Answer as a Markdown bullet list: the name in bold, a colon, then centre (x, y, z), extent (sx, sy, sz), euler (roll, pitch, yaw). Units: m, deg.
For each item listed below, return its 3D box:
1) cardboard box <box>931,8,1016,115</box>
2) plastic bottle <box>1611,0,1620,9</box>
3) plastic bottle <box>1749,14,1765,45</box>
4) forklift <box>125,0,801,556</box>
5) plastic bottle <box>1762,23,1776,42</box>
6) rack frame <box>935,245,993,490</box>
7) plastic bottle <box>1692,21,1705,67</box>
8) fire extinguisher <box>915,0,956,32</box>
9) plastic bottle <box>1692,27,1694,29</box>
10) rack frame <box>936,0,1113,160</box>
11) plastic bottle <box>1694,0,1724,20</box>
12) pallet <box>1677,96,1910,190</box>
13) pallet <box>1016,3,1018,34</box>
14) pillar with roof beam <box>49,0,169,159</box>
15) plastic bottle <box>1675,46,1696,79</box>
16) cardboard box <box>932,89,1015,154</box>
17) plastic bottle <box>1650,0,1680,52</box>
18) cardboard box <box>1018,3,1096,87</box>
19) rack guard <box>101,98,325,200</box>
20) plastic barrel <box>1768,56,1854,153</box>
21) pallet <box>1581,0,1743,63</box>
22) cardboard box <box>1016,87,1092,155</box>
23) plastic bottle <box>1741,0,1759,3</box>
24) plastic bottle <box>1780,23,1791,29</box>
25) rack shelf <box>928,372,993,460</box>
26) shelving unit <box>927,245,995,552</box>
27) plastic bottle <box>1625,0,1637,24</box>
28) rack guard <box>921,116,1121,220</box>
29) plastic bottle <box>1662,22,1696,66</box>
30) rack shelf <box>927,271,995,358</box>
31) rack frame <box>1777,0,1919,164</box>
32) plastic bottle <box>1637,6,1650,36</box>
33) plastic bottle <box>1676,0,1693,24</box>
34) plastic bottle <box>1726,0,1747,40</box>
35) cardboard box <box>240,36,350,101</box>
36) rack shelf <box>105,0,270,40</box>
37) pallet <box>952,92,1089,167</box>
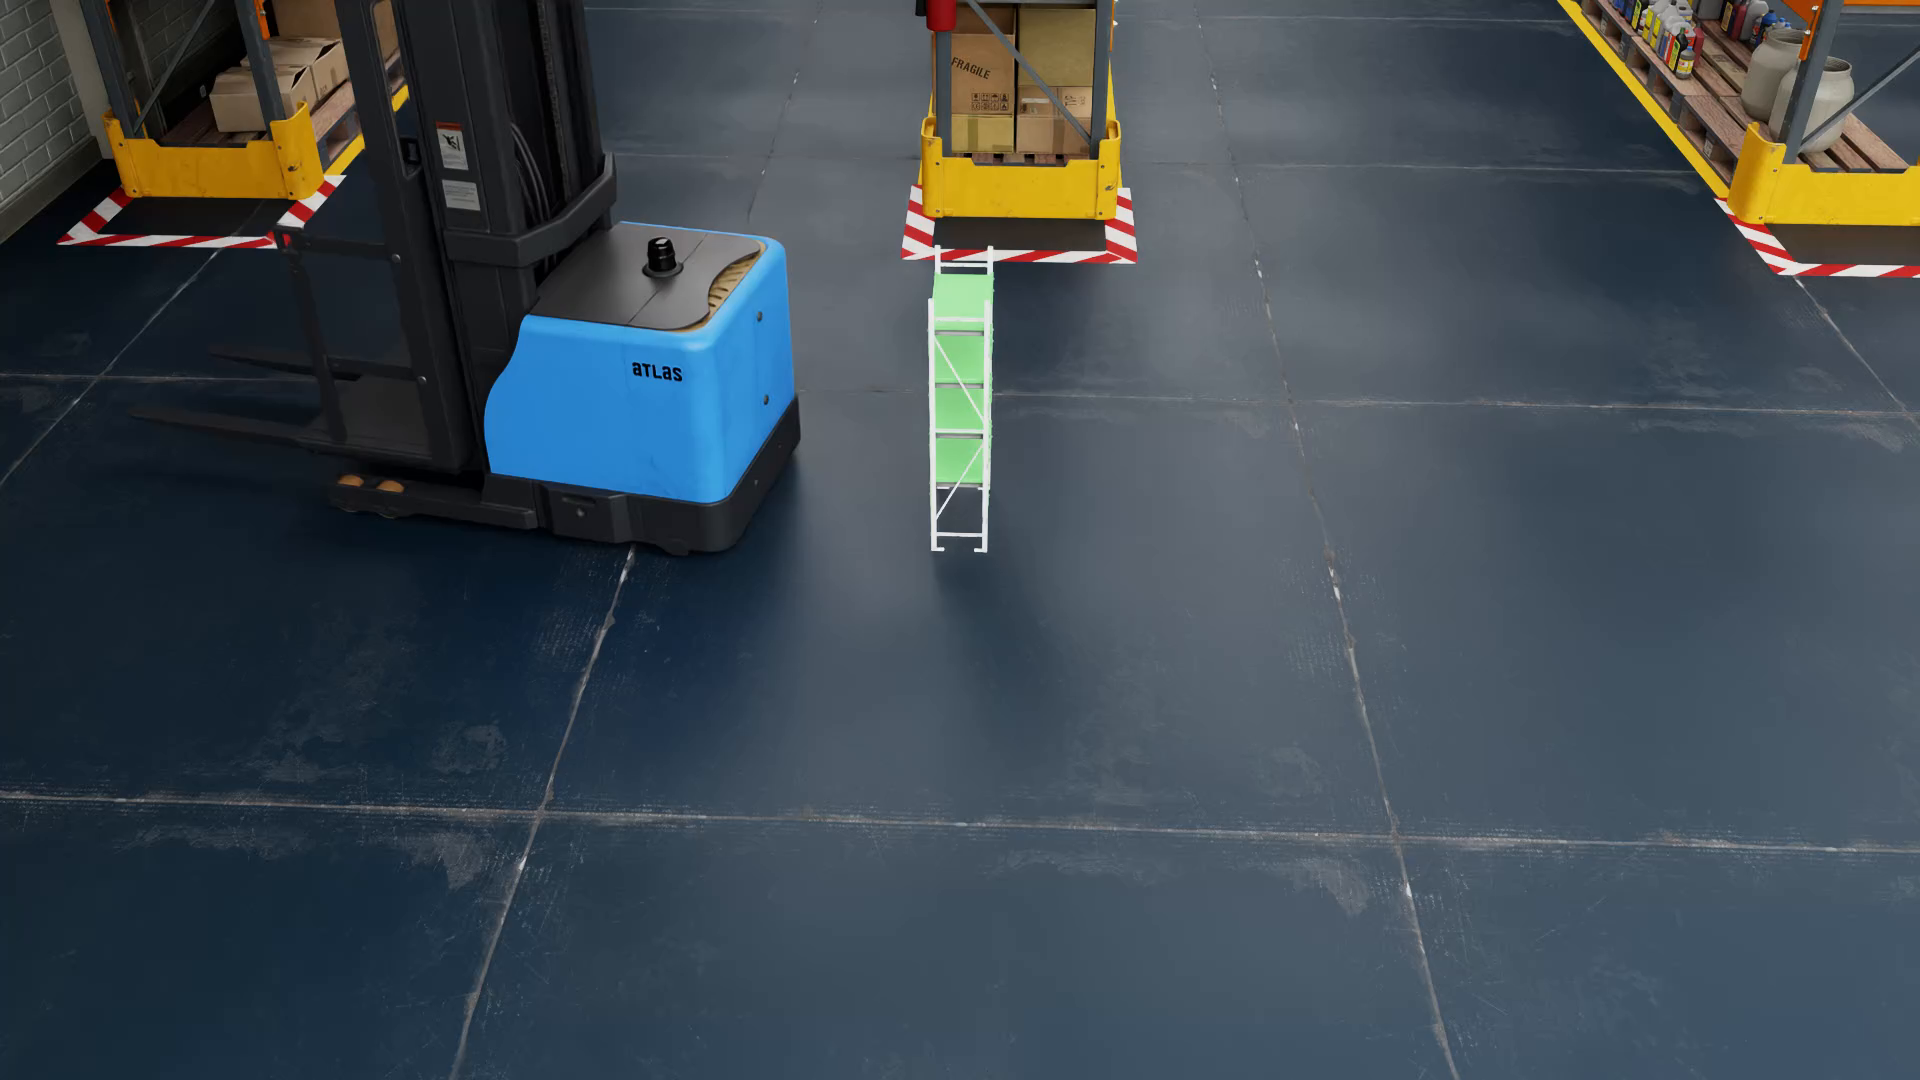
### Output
- **cardboard box**: centre (0.087, -2.943, 10.202), extent (0.500, 0.500, 0.500), euler (1, 35, 2)
- **plastic bottle**: centre (5.036, -4.162, 12.549), extent (0.152, 0.276, 0.135), euler (3, 35, 4)
- **plastic bottle**: centre (5.726, -3.657, 11.895), extent (0.097, 0.201, 0.097), euler (0, 35, 0)
- **forklift**: centre (-2.322, -1.580, 6.949), extent (3.031, 2.935, 1.130), euler (8, 36, 12)
- **plastic bottle**: centre (5.717, -3.538, 11.727), extent (0.097, 0.201, 0.097), euler (0, 35, 0)
- **rack frame**: centre (0.016, -0.726, 7.240), extent (0.240, 1.200, 0.015), euler (1, 35, 2)
- **plastic bottle**: centre (5.091, -3.434, 11.507), extent (0.061, 0.283, 0.133), euler (1, 35, 2)
- **fire extinguisher**: centre (-0.107, -3.185, 9.241), extent (0.296, 0.674, 0.183), euler (1, 35, 2)
- **plastic bottle**: centre (5.116, -3.490, 11.658), extent (0.097, 0.201, 0.097), euler (0, 35, 0)
- **rack frame**: centre (0.362, -3.274, 9.300), extent (1.000, 3.000, 0.127), euler (1, 35, 2)
- **plastic bottle**: centre (5.578, -4.023, 12.352), extent (0.152, 0.276, 0.135), euler (1, 35, 2)
- **pallet**: centre (5.306, -2.528, 10.664), extent (1.003, 0.211, 1.213), euler (1, 35, 2)
- **pallet**: centre (0.449, -3.975, 12.723), extent (1.003, 0.211, 1.213), euler (1, 35, 2)
- **pillar with roof beam**: centre (-1.122, -6.164, 8.194), extent (9.100, 9.000, 0.400), euler (1, 35, 2)
- **plastic bottle**: centre (4.947, -3.258, 11.328), extent (0.097, 0.201, 0.097), euler (0, 35, 0)
- **cardboard box**: centre (0.089, -2.636, 10.418), extent (0.500, 0.250, 0.500), euler (1, 35, 2)
- **plastic bottle**: centre (4.993, -3.638, 11.739), extent (0.144, 0.351, 0.185), euler (3, 35, 4)
- **cardboard box**: centre (0.624, -3.218, 10.594), extent (0.500, 0.500, 0.500), euler (1, 35, 2)
- **rack guard**: centre (-4.584, -2.407, 10.241), extent (1.175, 0.500, 0.348), euler (1, 35, 2)
- **plastic barrel**: centre (5.262, -2.691, 10.269), extent (0.421, 0.512, 0.421), euler (0, 35, 0)
- **pallet**: centre (5.404, -3.930, 12.658), extent (1.003, 0.211, 1.213), euler (1, 35, 2)
- **cardboard box**: centre (0.606, -2.624, 10.401), extent (0.500, 0.250, 0.500), euler (1, 35, 2)
- **plastic bottle**: centre (5.714, -3.879, 12.082), extent (0.144, 0.351, 0.185), euler (1, 35, 2)
- **plastic bottle**: centre (5.709, -3.453, 11.544), extent (0.097, 0.271, 0.097), euler (0, 35, 0)
- **rack shelf**: centre (0.007, -0.534, 7.077), extent (0.258, 0.148, 0.480), euler (1, 35, 2)
- **shelving unit**: centre (0.007, -0.586, 7.040), extent (0.258, 1.200, 0.503), euler (1, 35, 2)
- **plastic bottle**: centre (5.018, -3.989, 12.239), extent (0.144, 0.351, 0.185), euler (0, 35, 0)
- **rack guard**: centre (0.361, -2.238, 9.999), extent (1.175, 0.500, 0.348), euler (1, 35, 2)
- **plastic bottle**: centre (4.985, -3.433, 11.512), extent (0.152, 0.276, 0.135), euler (2, 35, 2)
- **rack shelf**: centre (0.007, -0.926, 6.801), extent (0.258, 0.148, 0.480), euler (1, 35, 2)
- **rack frame**: centre (5.312, -3.158, 9.134), extent (1.000, 3.000, 0.127), euler (1, 35, 2)
- **plastic bottle**: centre (4.983, -3.766, 12.051), extent (0.097, 0.201, 0.097), euler (0, 35, 0)
- **plastic bottle**: centre (5.150, -3.725, 11.928), extent (0.152, 0.276, 0.135), euler (1, 35, 2)
- **plastic bottle**: centre (5.597, -3.761, 11.972), extent (0.061, 0.283, 0.133), euler (1, 35, 2)
- **cardboard box**: centre (-4.447, -3.189, 11.135), extent (0.500, 0.311, 0.500), euler (4, 35, 6)
- **rack shelf**: centre (-4.507, -4.241, 11.301), extent (1.077, 0.370, 4.000), euler (1, 35, 2)
- **pallet**: centre (0.351, -2.574, 10.728), extent (1.003, 0.211, 1.213), euler (1, 35, 2)
